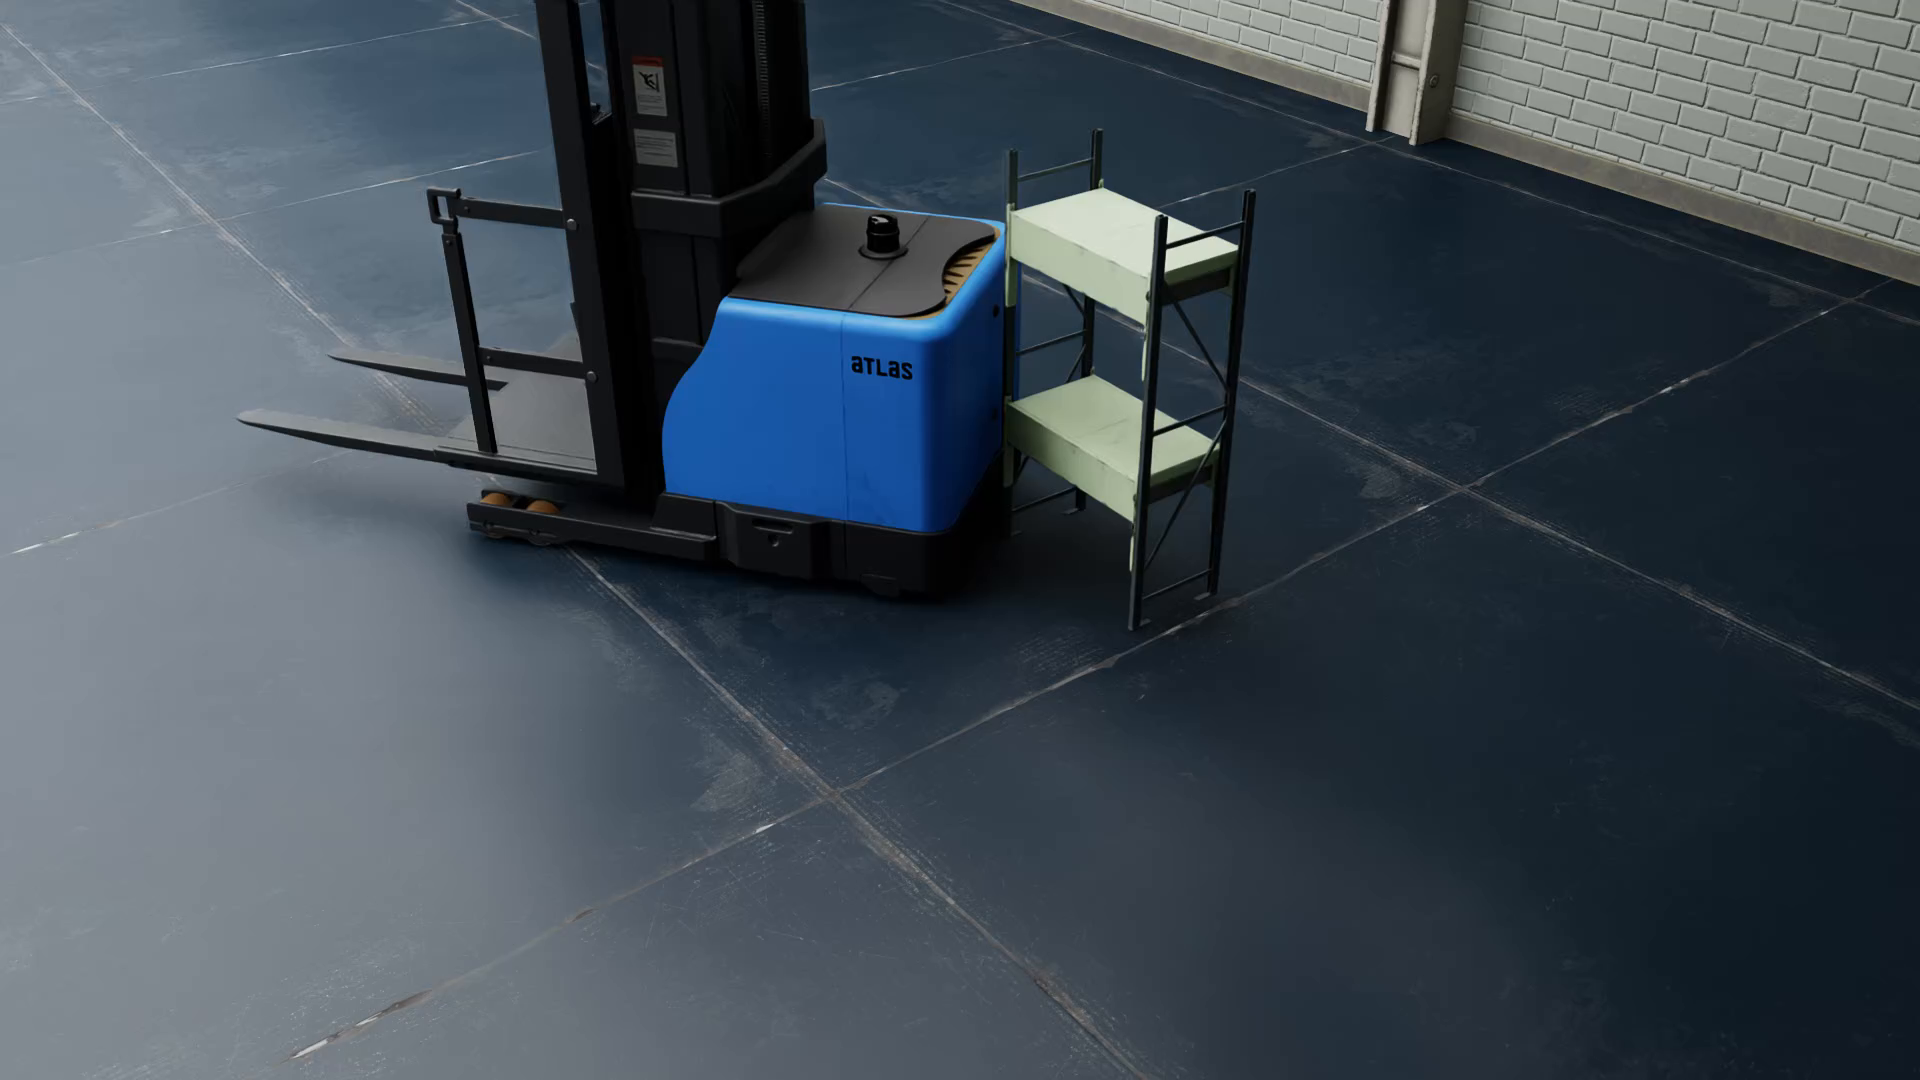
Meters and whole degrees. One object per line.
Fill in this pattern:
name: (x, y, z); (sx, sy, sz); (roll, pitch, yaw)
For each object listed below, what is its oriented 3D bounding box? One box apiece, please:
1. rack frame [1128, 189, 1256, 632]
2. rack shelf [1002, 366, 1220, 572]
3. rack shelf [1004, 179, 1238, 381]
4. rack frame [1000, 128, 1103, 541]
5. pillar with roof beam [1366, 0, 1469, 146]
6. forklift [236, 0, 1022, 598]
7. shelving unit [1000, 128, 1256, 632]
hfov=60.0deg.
rack frame: (0.750, -0.387, 5.452); (0.400, 1.500, 0.023); (-21, 38, -30)
rack shelf: (0.534, -0.266, 5.875); (0.431, 0.370, 0.720); (-21, 38, -30)
rack shelf: (0.534, -0.875, 5.497); (0.431, 0.370, 0.720); (-21, 38, -30)
rack frame: (0.319, -0.699, 5.954); (0.400, 1.500, 0.023); (-21, 38, -30)
pillar with roof beam: (-0.631, -4.958, 5.704); (9.100, 9.000, 0.400); (-22, 38, -31)
forklift: (-1.335, -1.478, 5.852); (3.031, 2.935, 1.130); (9, 33, 14)
shelving unit: (0.534, -0.543, 5.703); (0.431, 1.500, 0.755); (-21, 38, -30)
